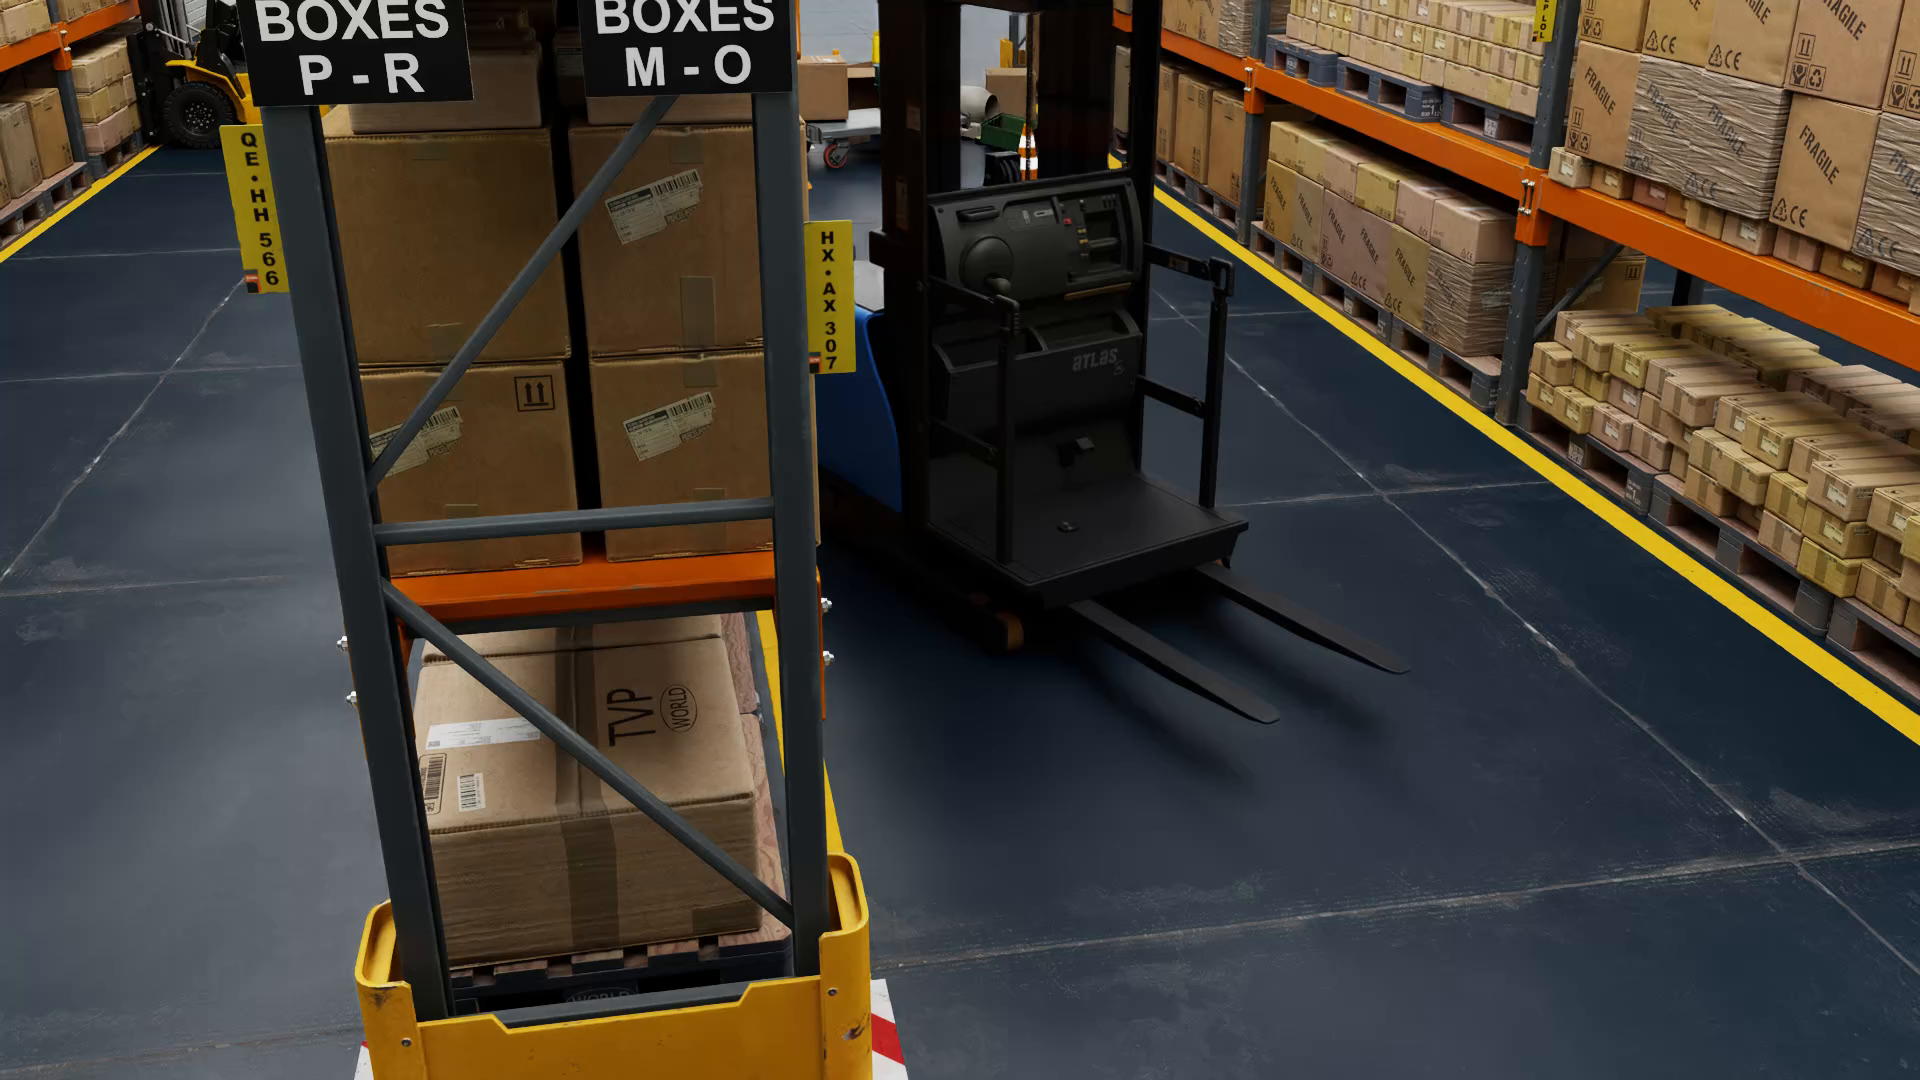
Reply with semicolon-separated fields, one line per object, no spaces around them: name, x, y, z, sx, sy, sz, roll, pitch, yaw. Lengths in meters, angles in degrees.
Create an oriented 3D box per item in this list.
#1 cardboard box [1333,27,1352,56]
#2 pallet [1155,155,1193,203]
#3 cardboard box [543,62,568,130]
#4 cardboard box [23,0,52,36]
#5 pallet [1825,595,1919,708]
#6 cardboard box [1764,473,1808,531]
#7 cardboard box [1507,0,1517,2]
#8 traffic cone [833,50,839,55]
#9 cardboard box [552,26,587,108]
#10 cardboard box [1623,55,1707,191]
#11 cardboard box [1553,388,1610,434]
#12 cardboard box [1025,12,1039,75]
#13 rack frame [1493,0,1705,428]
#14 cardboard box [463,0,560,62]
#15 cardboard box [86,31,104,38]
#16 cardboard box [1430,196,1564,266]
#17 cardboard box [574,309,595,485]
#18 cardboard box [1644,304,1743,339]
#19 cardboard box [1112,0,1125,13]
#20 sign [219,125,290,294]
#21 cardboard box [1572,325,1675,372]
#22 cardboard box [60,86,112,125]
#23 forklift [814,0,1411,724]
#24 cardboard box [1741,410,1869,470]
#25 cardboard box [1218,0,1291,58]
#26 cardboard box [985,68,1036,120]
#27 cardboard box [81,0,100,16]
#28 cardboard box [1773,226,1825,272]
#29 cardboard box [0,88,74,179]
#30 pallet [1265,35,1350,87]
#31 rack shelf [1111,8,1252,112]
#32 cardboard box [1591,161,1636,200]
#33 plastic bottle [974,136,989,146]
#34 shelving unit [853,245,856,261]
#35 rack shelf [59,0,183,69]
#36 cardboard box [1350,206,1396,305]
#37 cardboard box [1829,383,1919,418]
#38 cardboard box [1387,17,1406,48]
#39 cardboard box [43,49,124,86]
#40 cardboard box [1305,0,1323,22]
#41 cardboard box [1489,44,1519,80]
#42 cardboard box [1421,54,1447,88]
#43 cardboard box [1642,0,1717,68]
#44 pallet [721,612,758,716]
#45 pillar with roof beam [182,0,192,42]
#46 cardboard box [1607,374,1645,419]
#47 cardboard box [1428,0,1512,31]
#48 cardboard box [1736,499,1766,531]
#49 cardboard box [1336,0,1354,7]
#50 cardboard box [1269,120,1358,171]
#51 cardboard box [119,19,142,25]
cardboard box;2.585;-3.155;10.516;0.380;0.149;0.250;-3;24;-7
pallet;2.255;-3.103;14.091;1.003;0.211;1.213;-4;24;-10
cardboard box;-1.355;-1.108;4.665;0.500;0.500;0.500;-4;24;-10
cardboard box;-7.564;-4.137;13.163;0.500;0.250;0.500;-4;24;-9
pallet;3.899;0.486;5.873;1.003;0.211;1.213;-4;24;-10
cardboard box;3.415;-0.158;6.529;0.380;0.149;0.250;-3;24;-7
cardboard box;3.374;-3.166;9.798;0.380;0.149;0.250;-4;24;-8
traffic cone;-1.401;-5.307;18.823;0.336;0.463;0.334;-4;24;-10
cardboard box;-0.730;-1.093;3.820;0.380;0.149;0.250;-4;24;-8
cardboard box;3.231;-1.788;7.099;0.500;0.500;0.500;-4;24;-10
cardboard box;3.089;-0.627;7.976;0.380;0.149;0.250;-4;24;-8
cardboard box;1.260;-5.690;18.661;0.875;0.875;0.875;-4;24;-9
rack frame;3.289;-2.013;8.112;1.000;3.000;0.127;-4;24;-10
cardboard box;-1.267;-1.365;4.443;0.380;0.149;0.250;-5;24;-10
cardboard box;-8.573;-4.752;16.044;0.500;0.250;0.500;-4;24;-10
cardboard box;2.902;-1.678;9.006;0.500;0.250;0.500;-5;24;-11
cardboard box;-1.245;-0.448;4.404;0.500;0.500;0.500;-5;24;-11
cardboard box;3.610;-1.051;8.203;0.380;0.149;0.250;-4;24;-8
cardboard box;1.642;-4.979;14.777;0.500;0.500;0.500;-4;24;-9
sign;-1.354;-0.638;3.221;0.100;0.325;0.005;-4;24;-10
cardboard box;3.141;-0.908;7.876;0.380;0.149;0.250;-3;24;-7
cardboard box;-7.700;-3.760;14.396;0.500;0.250;0.500;-4;24;-10
forklift;0.428;-1.128;6.171;1.130;2.935;3.031;-15;28;-30
cardboard box;3.412;-0.404;6.722;0.380;0.149;0.250;-4;24;-9
cardboard box;2.202;-3.790;12.054;0.500;0.500;0.500;-4;24;-10
cardboard box;0.514;-4.550;17.040;0.500;0.500;0.500;0;24;-1
cardboard box;-7.852;-4.828;14.432;0.500;0.500;0.500;-4;24;-9
cardboard box;3.406;-1.146;6.440;0.380;0.149;0.250;-3;24;-8
cardboard box;-7.807;-3.285;13.465;0.875;0.625;0.625;-3;24;-7
pallet;2.785;-3.226;11.129;1.213;0.211;1.003;-4;24;-10
rack shelf;2.179;-4.044;13.659;1.077;0.370;4.000;-4;24;-10
cardboard box;3.140;-1.666;7.631;0.380;0.149;0.250;-4;24;-8
plastic bottle;0.275;-3.810;15.898;0.133;0.061;0.283;-19;30;-37
shelving unit;-0.516;-0.837;7.835;0.215;1.050;0.252;-11;22;-23
rack shelf;-8.284;-4.842;15.487;1.077;0.370;4.000;-4;24;-10
cardboard box;2.719;-1.736;10.077;0.500;0.500;0.500;-5;24;-11
cardboard box;3.924;-0.544;7.041;0.380;0.149;0.250;-5;24;-12
cardboard box;2.734;-2.983;9.749;0.380;0.149;0.250;-3;24;-8
cardboard box;-7.780;-4.191;14.759;0.500;0.250;0.500;-4;24;-10
cardboard box;2.493;-3.489;10.907;0.380;0.149;0.250;-3;24;-7
cardboard box;2.971;-2.472;8.580;0.380;0.149;0.250;-4;24;-9
cardboard box;2.825;-2.640;9.336;0.380;0.149;0.250;-5;24;-12
cardboard box;3.243;-2.255;6.920;0.500;0.500;0.500;-5;24;-11
pallet;-1.265;0.457;5.941;1.003;0.211;1.213;-4;24;-10
pillar with roof beam;-6.290;-11.046;21.297;9.100;9.000;0.400;-4;24;-10
cardboard box;3.257;-0.683;7.732;0.380;0.149;0.250;-4;24;-10
cardboard box;2.835;-2.914;9.221;0.380;0.149;0.250;-5;24;-11
cardboard box;3.444;-0.127;6.831;0.380;0.149;0.250;-4;24;-8
cardboard box;2.586;-3.434;10.410;0.380;0.149;0.250;-5;24;-12
cardboard box;2.438;-2.688;11.318;0.500;0.250;0.500;-5;24;-12
cardboard box;-8.262;-5.191;17.049;0.500;0.250;0.500;-4;24;-8
